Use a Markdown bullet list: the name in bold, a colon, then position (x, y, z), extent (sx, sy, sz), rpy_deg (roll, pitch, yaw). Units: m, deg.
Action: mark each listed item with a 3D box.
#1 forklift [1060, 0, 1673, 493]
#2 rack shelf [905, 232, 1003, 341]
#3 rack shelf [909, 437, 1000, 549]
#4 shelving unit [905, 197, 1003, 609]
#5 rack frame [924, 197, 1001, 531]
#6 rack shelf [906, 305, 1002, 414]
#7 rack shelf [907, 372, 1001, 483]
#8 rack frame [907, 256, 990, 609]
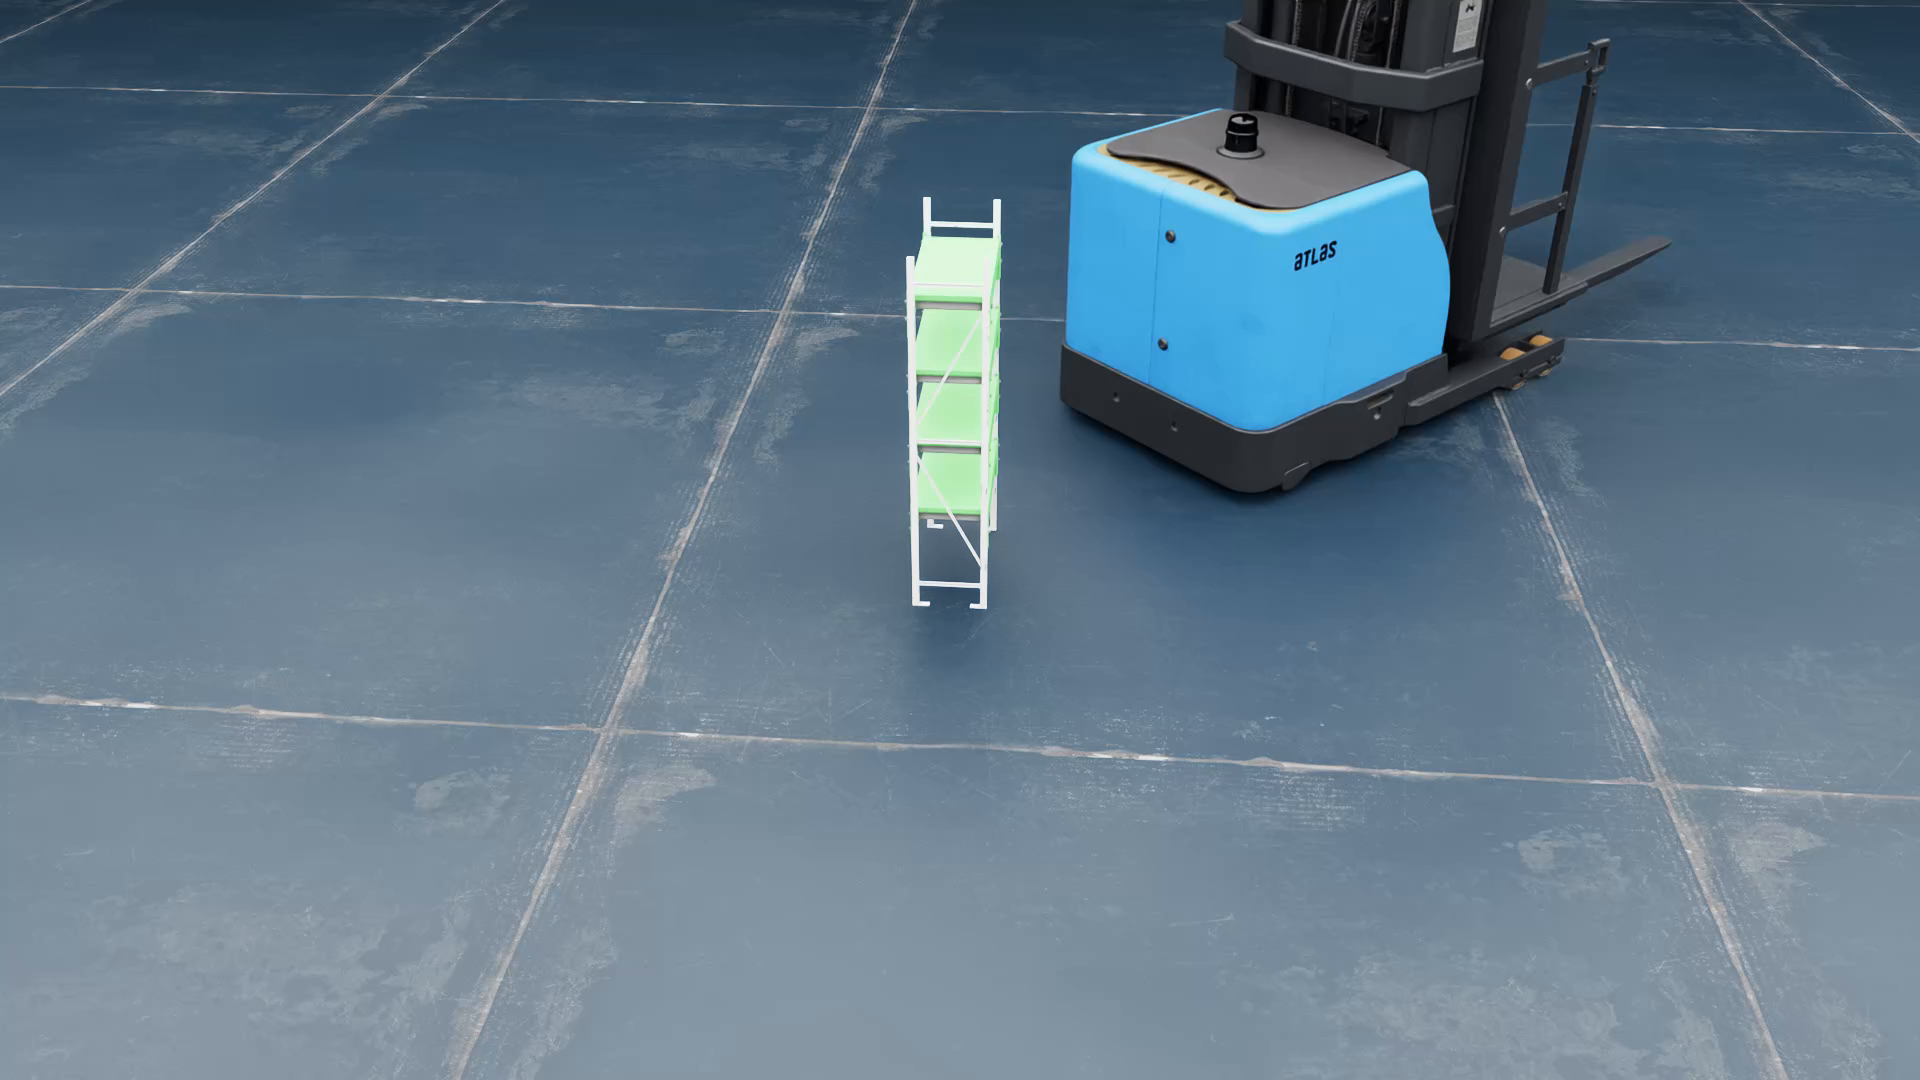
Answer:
- **forklift**: position (1.850, -2.048, 6.279), extent (3.031, 2.935, 1.130), rpy_deg (-23, 39, -33)
- **rack shelf**: position (-0.014, -0.778, 5.076), extent (0.258, 0.148, 0.480), rpy_deg (2, 32, 4)
- **rack shelf**: position (-0.013, -0.166, 5.454), extent (0.258, 0.148, 0.480), rpy_deg (2, 32, 4)
- **shelving unit**: position (-0.013, -0.424, 5.295), extent (0.258, 1.200, 0.503), rpy_deg (2, 32, 4)
- **rack frame**: position (0.006, -0.552, 5.502), extent (0.240, 1.200, 0.015), rpy_deg (2, 32, 4)
- **rack shelf**: position (-0.013, -0.574, 5.202), extent (0.258, 0.148, 0.480), rpy_deg (2, 32, 4)
- **rack shelf**: position (-0.013, -0.370, 5.328), extent (0.258, 0.148, 0.480), rpy_deg (2, 32, 4)
- **rack frame**: position (-0.033, -0.297, 5.088), extent (0.240, 1.200, 0.015), rpy_deg (2, 32, 4)
